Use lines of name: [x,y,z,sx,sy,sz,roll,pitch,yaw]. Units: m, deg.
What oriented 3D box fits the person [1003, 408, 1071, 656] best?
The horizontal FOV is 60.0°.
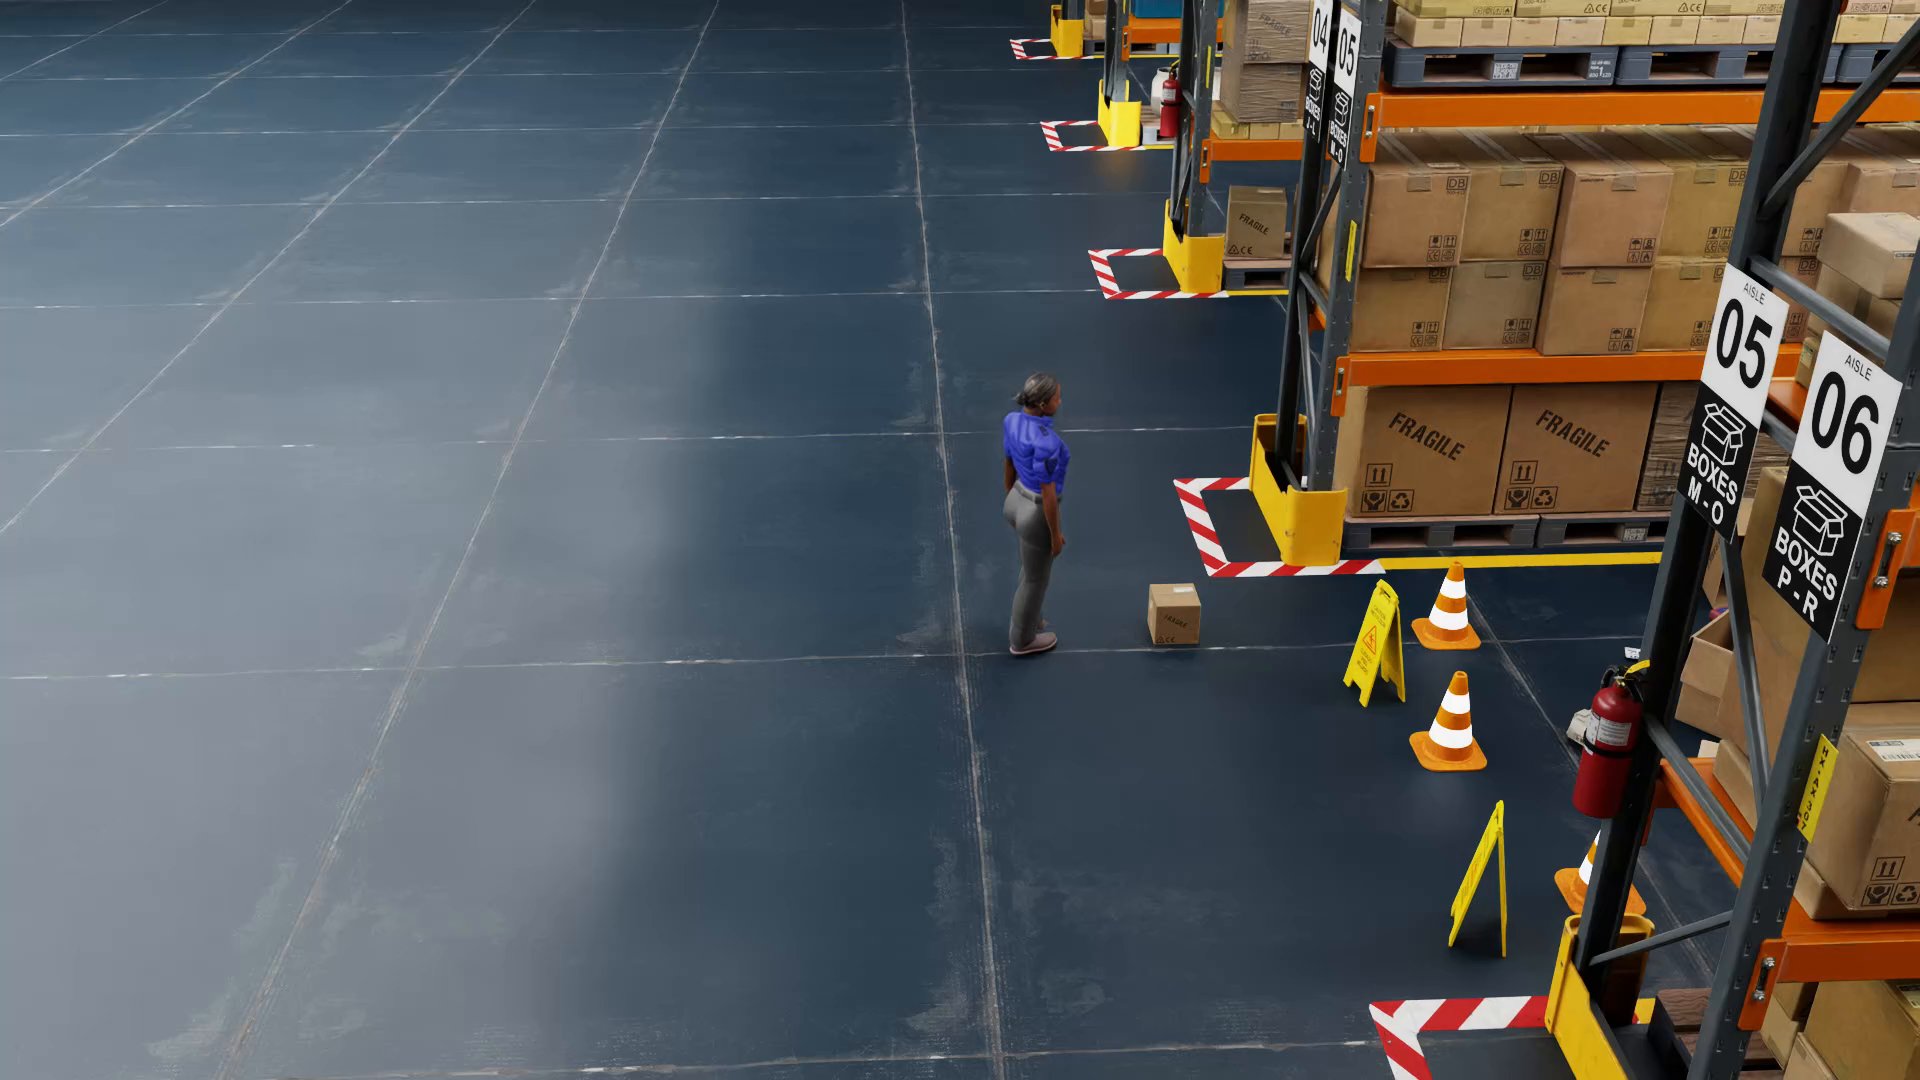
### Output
person: [0.429,-0.035,8.961,0.388,1.509,0.507,-13,31,-24]
